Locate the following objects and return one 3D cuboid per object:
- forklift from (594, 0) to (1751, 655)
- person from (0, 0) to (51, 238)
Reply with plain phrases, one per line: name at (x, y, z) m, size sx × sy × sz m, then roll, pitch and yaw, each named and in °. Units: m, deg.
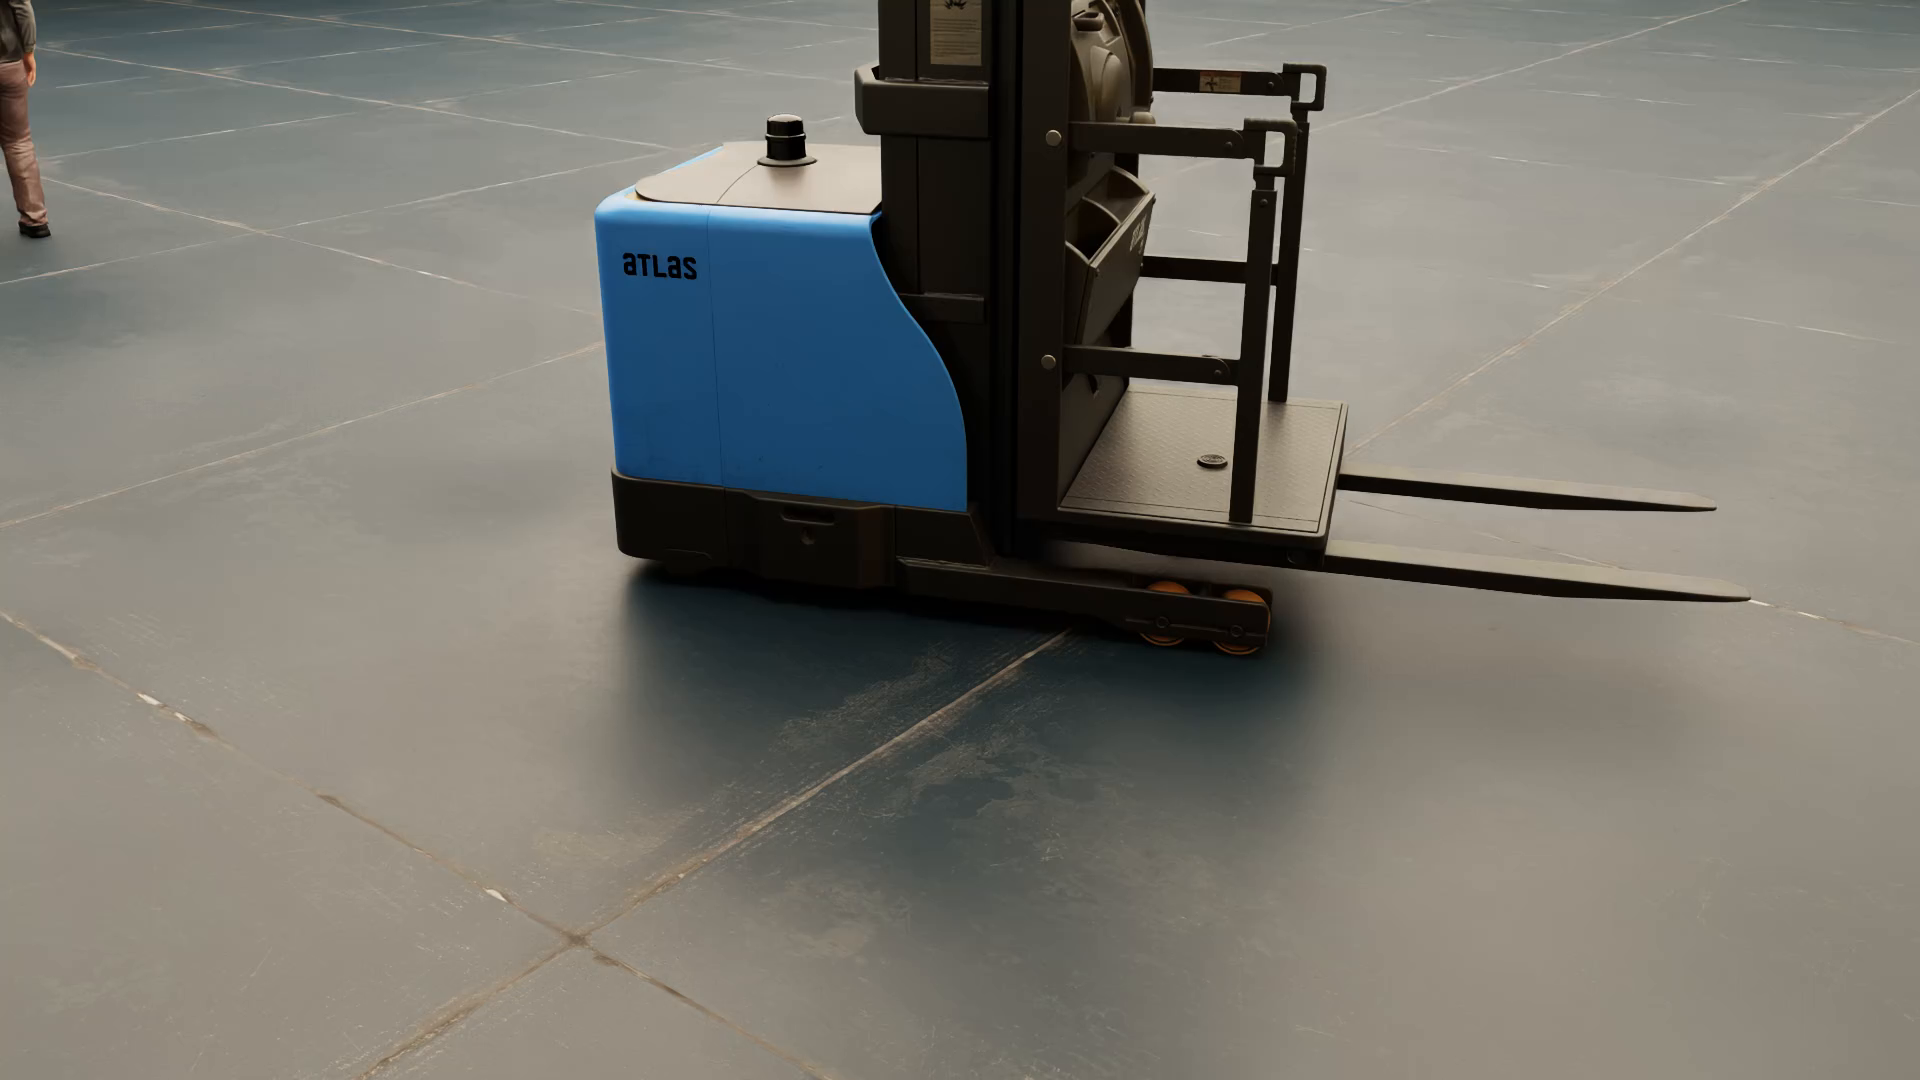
forklift at (0.587, -1.281, 4.284) m, size 3.031 × 2.935 × 1.130 m, roll 6°, pitch 24°, yaw 14°
person at (-4.999, -2.377, 8.435) m, size 0.626 × 1.767 × 0.559 m, roll -18°, pitch 29°, yaw -36°
